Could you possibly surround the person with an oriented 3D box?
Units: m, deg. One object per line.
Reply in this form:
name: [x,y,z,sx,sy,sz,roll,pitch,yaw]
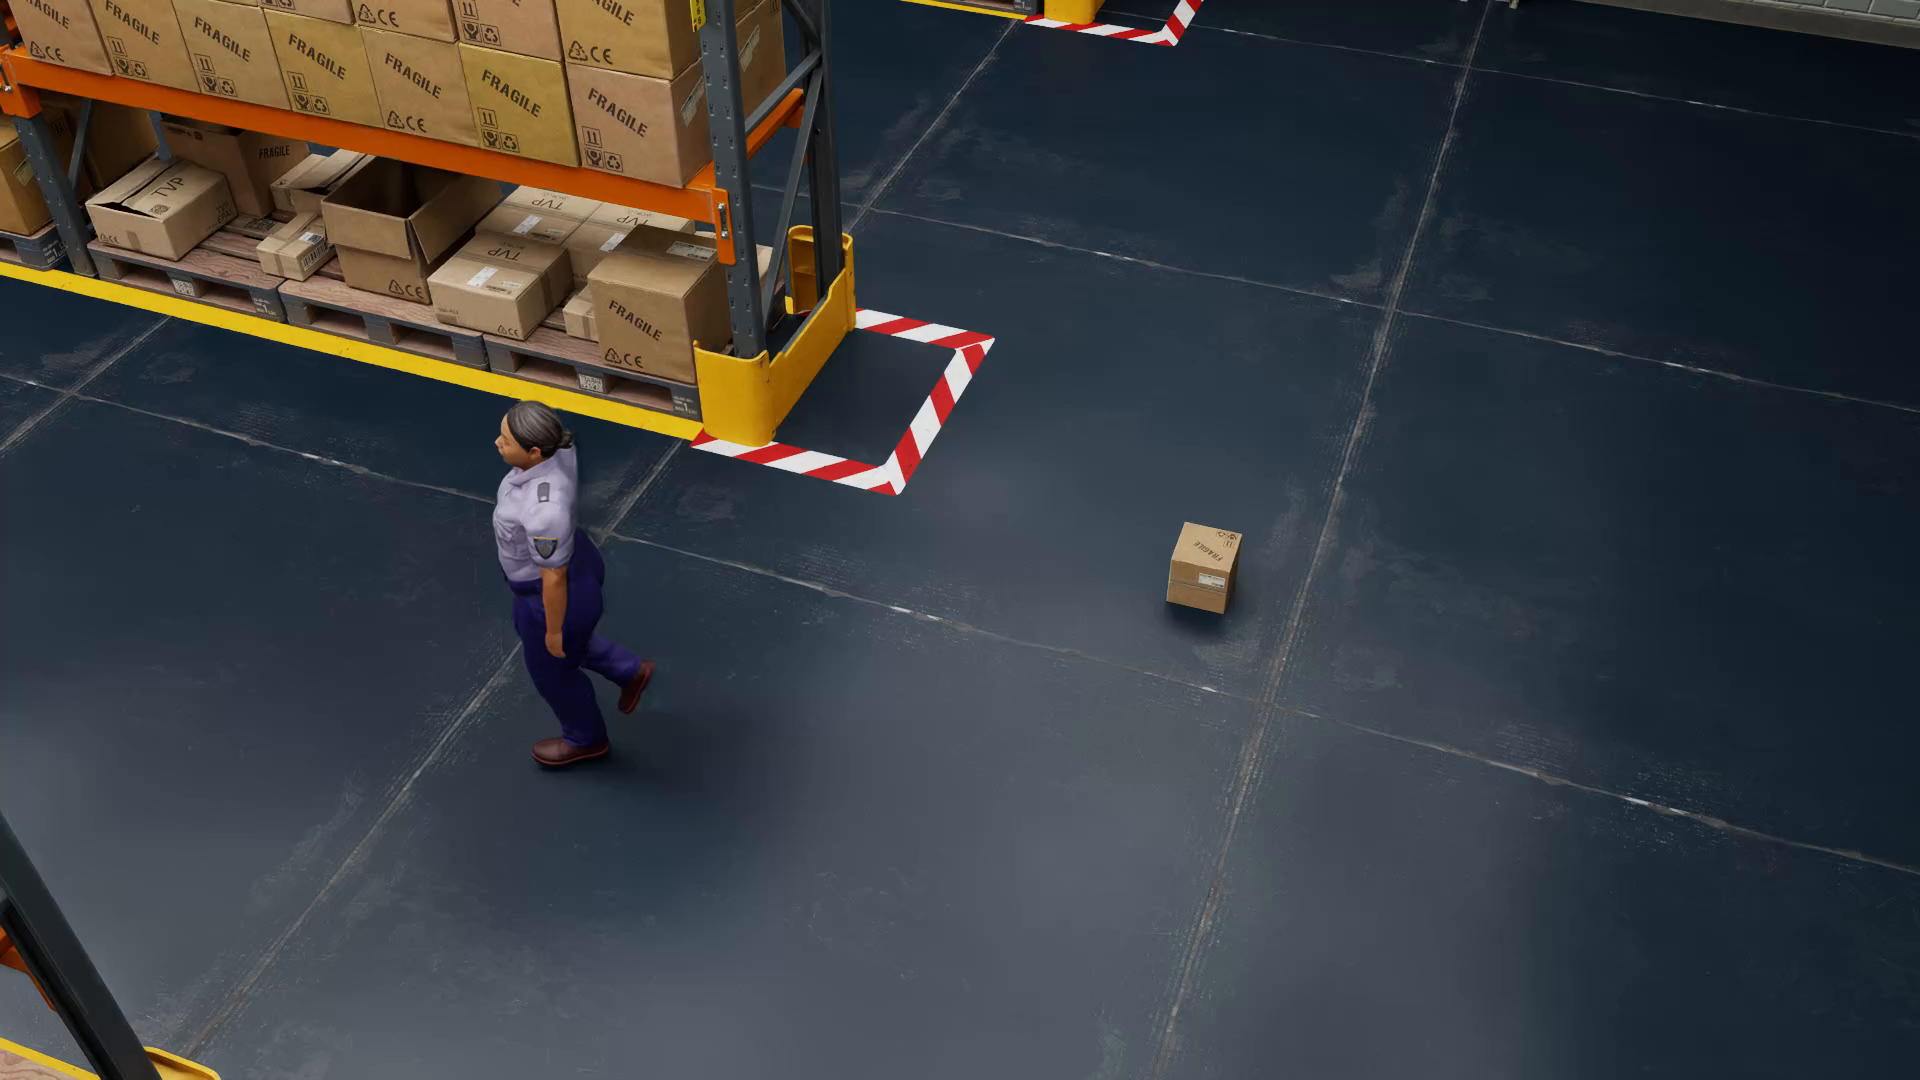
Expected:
person: [-1.413,0.163,5.947,0.496,1.637,0.508,-4,42,-4]
